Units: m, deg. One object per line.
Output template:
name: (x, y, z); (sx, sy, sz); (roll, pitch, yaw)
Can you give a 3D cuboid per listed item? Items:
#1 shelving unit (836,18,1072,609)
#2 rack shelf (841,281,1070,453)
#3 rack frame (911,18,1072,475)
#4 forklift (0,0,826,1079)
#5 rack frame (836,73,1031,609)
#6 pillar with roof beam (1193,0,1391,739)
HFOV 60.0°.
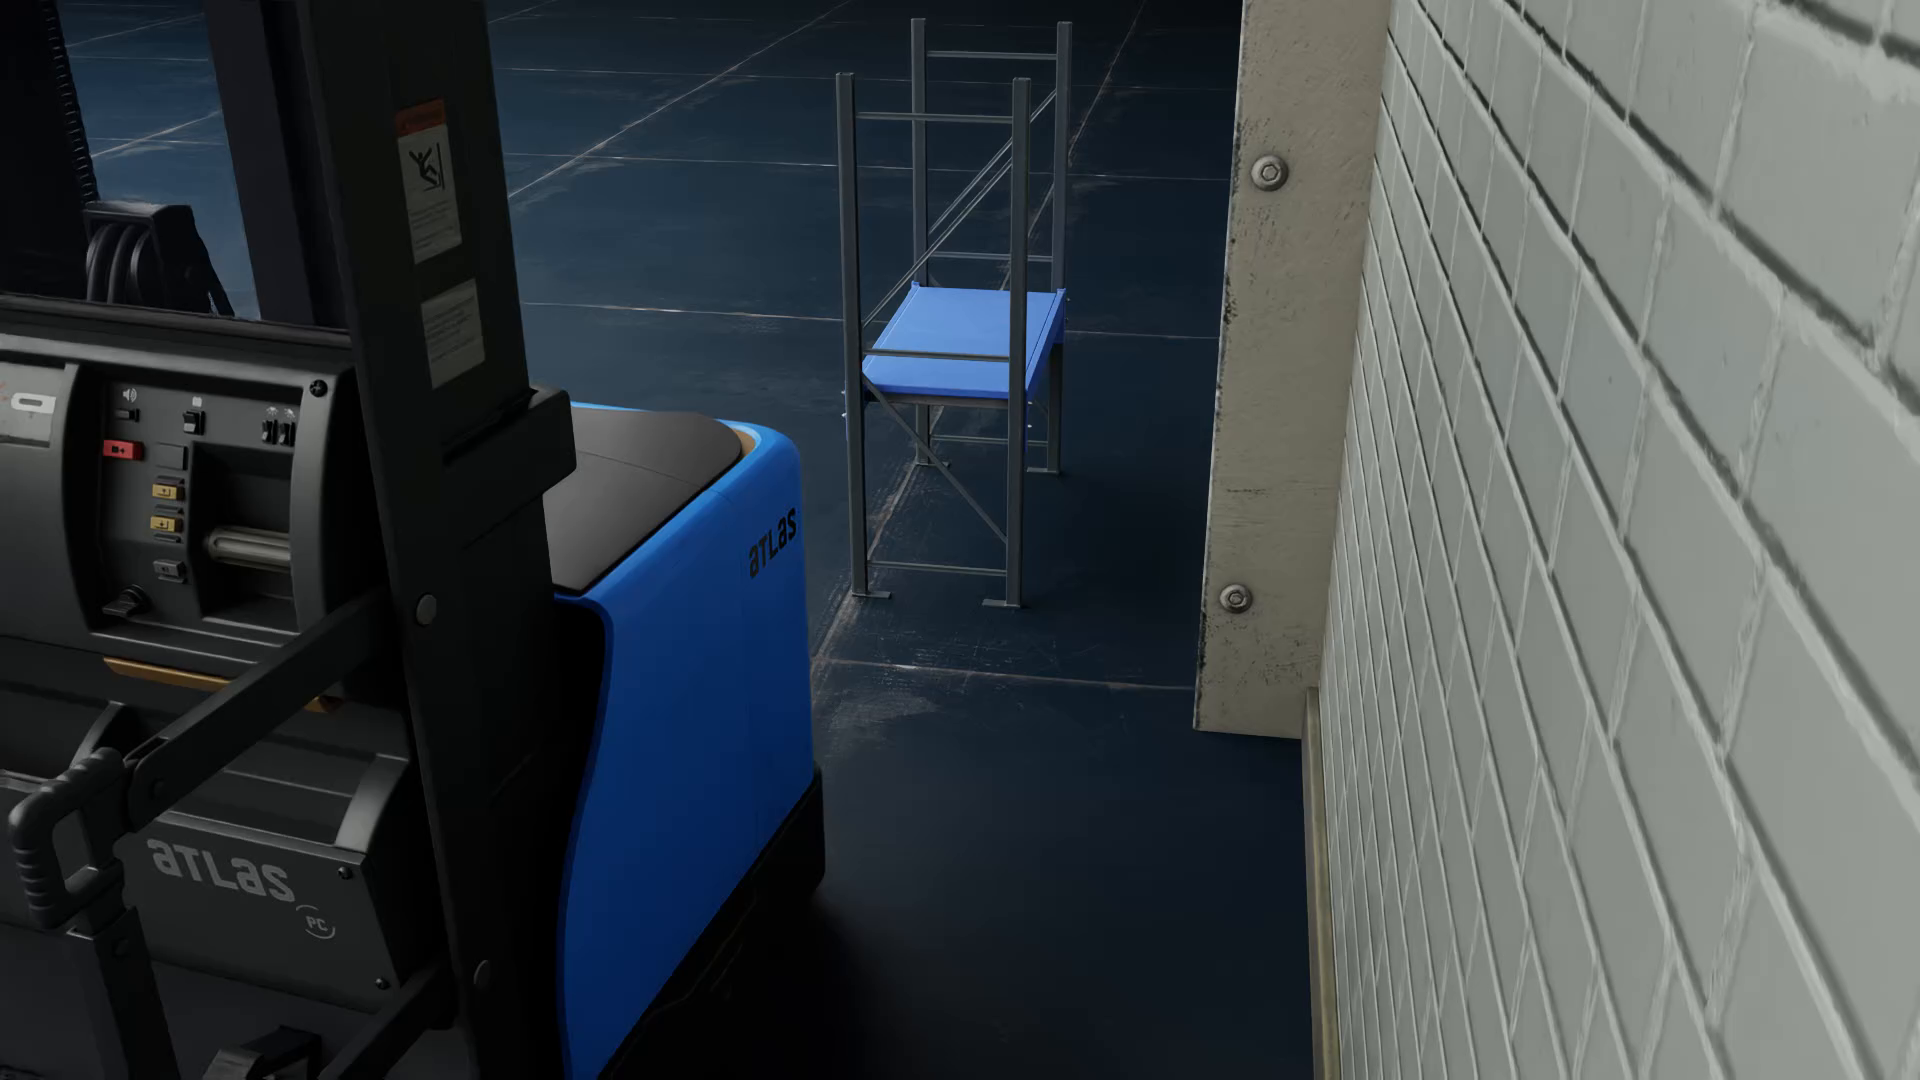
shelving unit: (0.014, -0.715, 5.008); (0.538, 1.500, 1.048); (4, 25, 9)
rack shelf: (0.014, -0.552, 5.085); (0.538, 0.185, 1.000); (4, 25, 9)
rack frame: (0.097, -0.928, 5.462); (0.500, 1.500, 0.032); (4, 25, 9)
forklift: (-1.229, -0.041, 1.881); (1.130, 2.935, 3.031); (8, 26, 16)
rack frame: (-0.069, -0.502, 4.554); (0.500, 1.500, 0.032); (4, 25, 9)
pillar with roof beam: (-3.471, -3.965, 3.106); (9.100, 9.000, 0.400); (4, 25, 9)
